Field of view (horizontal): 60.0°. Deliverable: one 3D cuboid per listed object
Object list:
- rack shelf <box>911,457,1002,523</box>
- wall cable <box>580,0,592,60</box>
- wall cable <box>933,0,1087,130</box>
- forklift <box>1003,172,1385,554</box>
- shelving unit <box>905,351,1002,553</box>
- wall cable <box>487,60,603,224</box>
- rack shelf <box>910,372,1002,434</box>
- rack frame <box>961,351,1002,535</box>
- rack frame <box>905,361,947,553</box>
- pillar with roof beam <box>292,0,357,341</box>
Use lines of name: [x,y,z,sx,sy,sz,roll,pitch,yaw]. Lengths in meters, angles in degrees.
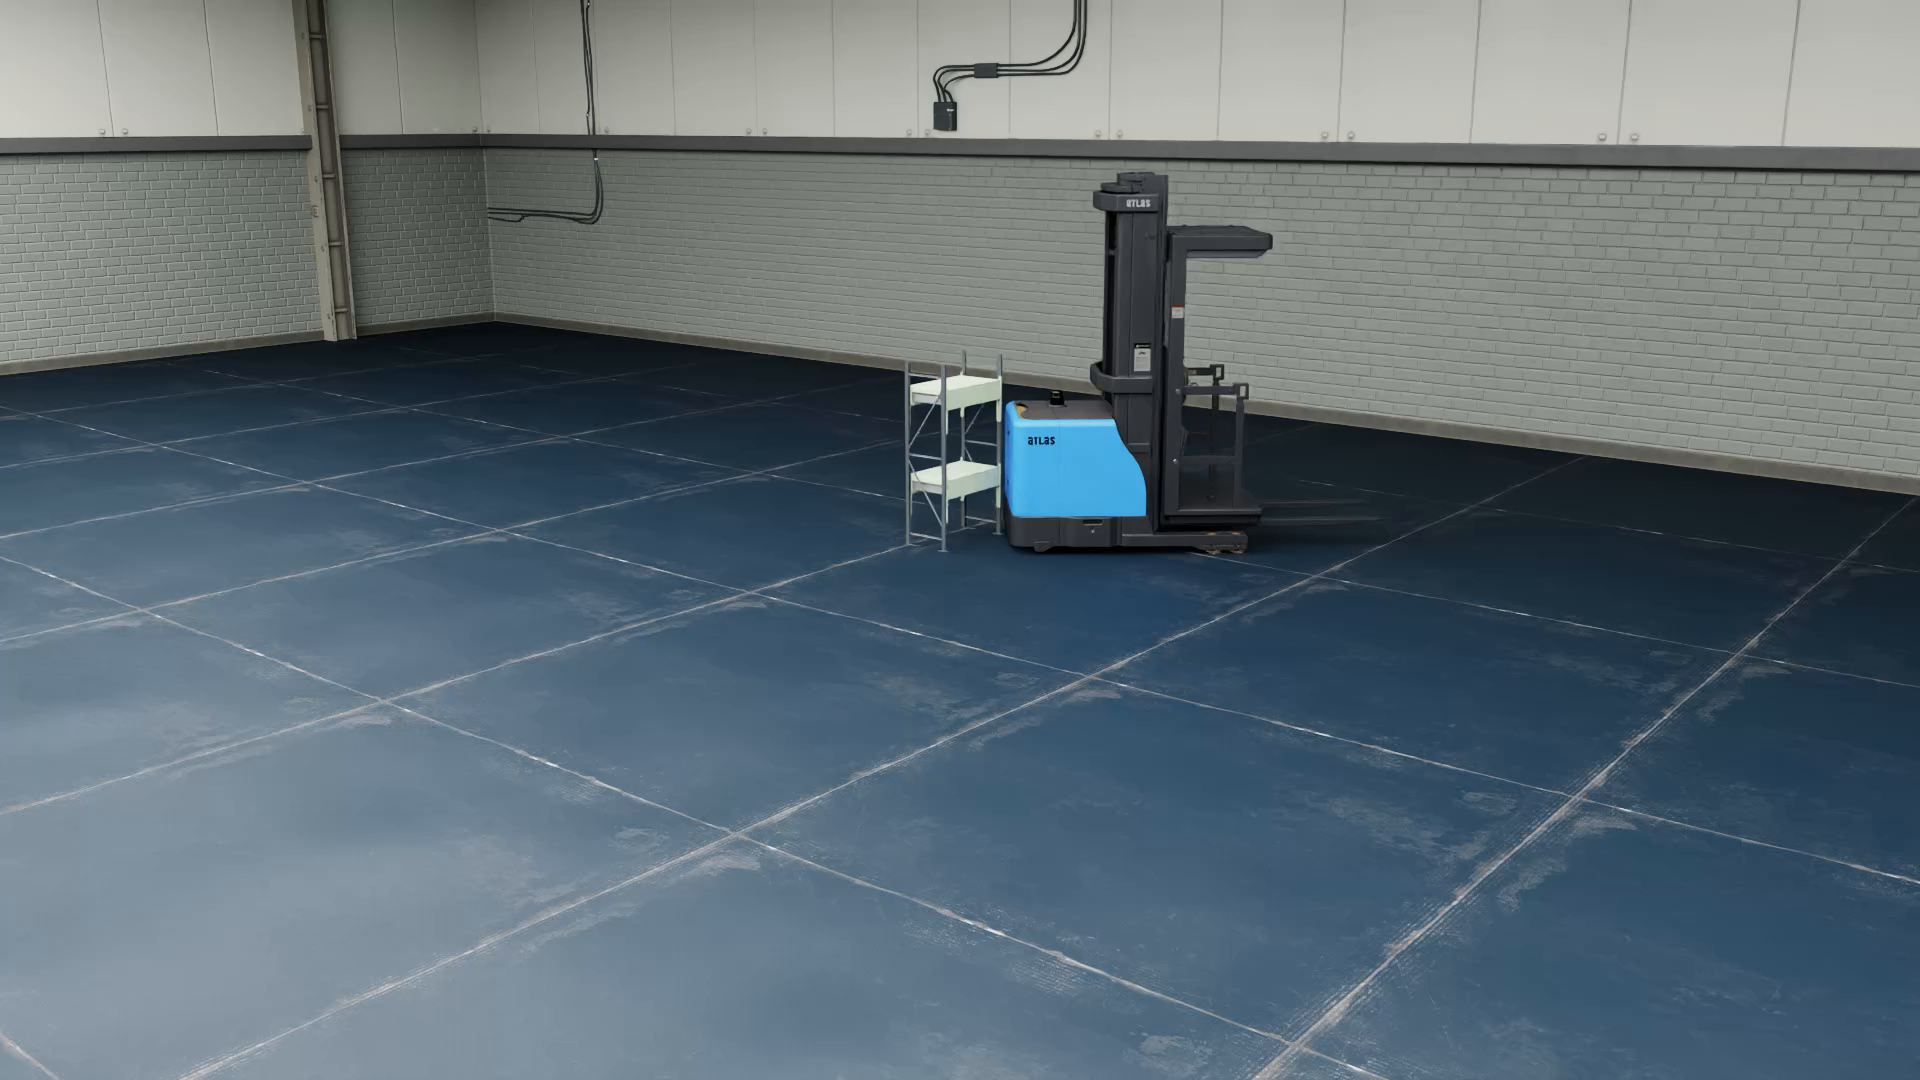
rack shelf: [-0.046,-0.410,13.515,0.431,0.370,0.720,11,18,36]
wall cable: [-4.693,-8.383,24.395,3.097,2.526,0.112,11,18,38]
wall cable: [0.577,-8.035,20.068,2.305,6.003,0.169,11,18,38]
forklift: [1.896,-1.439,13.336,3.031,2.935,1.130,-1,14,-2]
shelving unit: [-0.046,-0.726,13.435,0.431,1.500,0.755,11,18,36]
wall cable: [-6.797,-6.354,26.664,3.097,2.526,0.112,11,18,38]
rack shelf: [-0.046,-1.104,13.339,0.431,0.370,0.720,11,18,36]
rack frame: [0.178,-0.797,13.715,0.400,1.500,0.023,11,18,36]
rack frame: [-0.270,-0.655,13.154,0.400,1.500,0.023,11,18,36]
pillar with roof beam: [-6.329,-6.833,22.244,9.100,9.000,0.400,11,18,38]
